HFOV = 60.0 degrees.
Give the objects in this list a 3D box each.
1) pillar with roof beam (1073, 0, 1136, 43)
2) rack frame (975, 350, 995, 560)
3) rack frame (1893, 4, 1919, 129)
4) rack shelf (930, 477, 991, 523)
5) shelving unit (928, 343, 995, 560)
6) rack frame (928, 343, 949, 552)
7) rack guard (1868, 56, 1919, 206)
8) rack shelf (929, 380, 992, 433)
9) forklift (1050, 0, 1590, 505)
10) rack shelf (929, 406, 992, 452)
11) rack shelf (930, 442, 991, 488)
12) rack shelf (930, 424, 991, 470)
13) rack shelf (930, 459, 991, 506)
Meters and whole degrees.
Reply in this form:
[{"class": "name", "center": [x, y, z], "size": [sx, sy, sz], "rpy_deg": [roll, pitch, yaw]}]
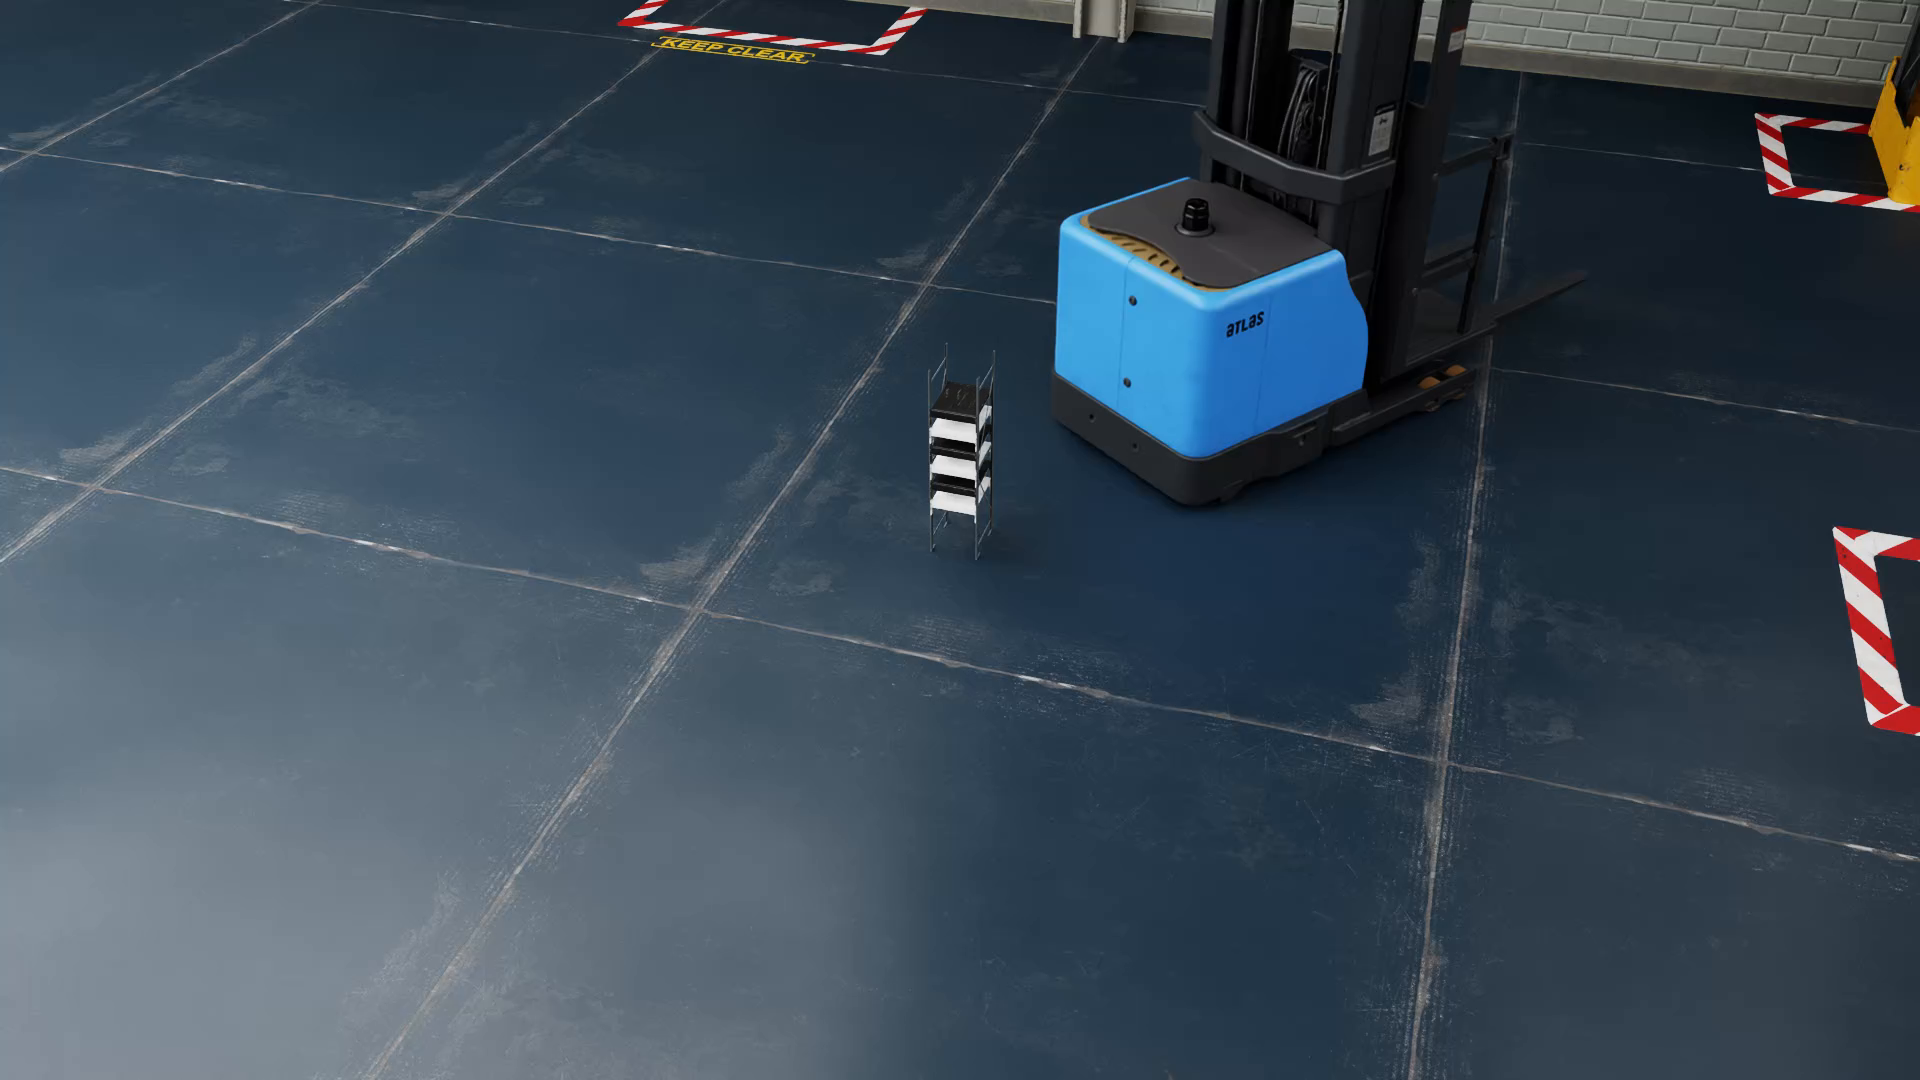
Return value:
[{"class": "pillar with roof beam", "center": [-0.215, -4.963, 6.401], "size": [0.400, 9.000, 9.100], "rpy_deg": [10, 38, 14]}, {"class": "rack frame", "center": [0.105, -0.343, 6.957], "size": [0.006, 0.900, 0.240], "rpy_deg": [10, 38, 14]}, {"class": "rack frame", "center": [5.870, -3.556, 9.551], "size": [0.127, 3.000, 1.000], "rpy_deg": [10, 38, 14]}, {"class": "rack shelf", "center": [0.008, -0.189, 7.108], "size": [0.200, 0.077, 0.258], "rpy_deg": [10, 38, 14]}, {"class": "shelving unit", "center": [0.008, -0.361, 6.981], "size": [0.210, 0.900, 0.258], "rpy_deg": [10, 38, 14]}, {"class": "rack frame", "center": [-0.089, -0.379, 7.006], "size": [0.006, 0.900, 0.240], "rpy_deg": [10, 38, 14]}, {"class": "rack guard", "center": [5.943, -2.536, 10.274], "size": [0.348, 0.500, 1.175], "rpy_deg": [10, 38, 14]}, {"class": "rack shelf", "center": [0.008, -0.552, 6.841], "size": [0.200, 0.077, 0.258], "rpy_deg": [10, 38, 14]}, {"class": "forklift", "center": [1.917, -2.034, 7.541], "size": [3.031, 2.935, 1.130], "rpy_deg": [-24, 42, -29]}, {"class": "rack shelf", "center": [0.008, -0.479, 6.894], "size": [0.200, 0.077, 0.258], "rpy_deg": [10, 38, 14]}, {"class": "rack shelf", "center": [0.008, -0.334, 7.001], "size": [0.200, 0.077, 0.258], "rpy_deg": [10, 38, 14]}, {"class": "rack shelf", "center": [0.008, -0.407, 6.948], "size": [0.200, 0.077, 0.258], "rpy_deg": [10, 38, 14]}, {"class": "rack shelf", "center": [0.008, -0.262, 7.054], "size": [0.200, 0.077, 0.258], "rpy_deg": [10, 38, 14]}]
